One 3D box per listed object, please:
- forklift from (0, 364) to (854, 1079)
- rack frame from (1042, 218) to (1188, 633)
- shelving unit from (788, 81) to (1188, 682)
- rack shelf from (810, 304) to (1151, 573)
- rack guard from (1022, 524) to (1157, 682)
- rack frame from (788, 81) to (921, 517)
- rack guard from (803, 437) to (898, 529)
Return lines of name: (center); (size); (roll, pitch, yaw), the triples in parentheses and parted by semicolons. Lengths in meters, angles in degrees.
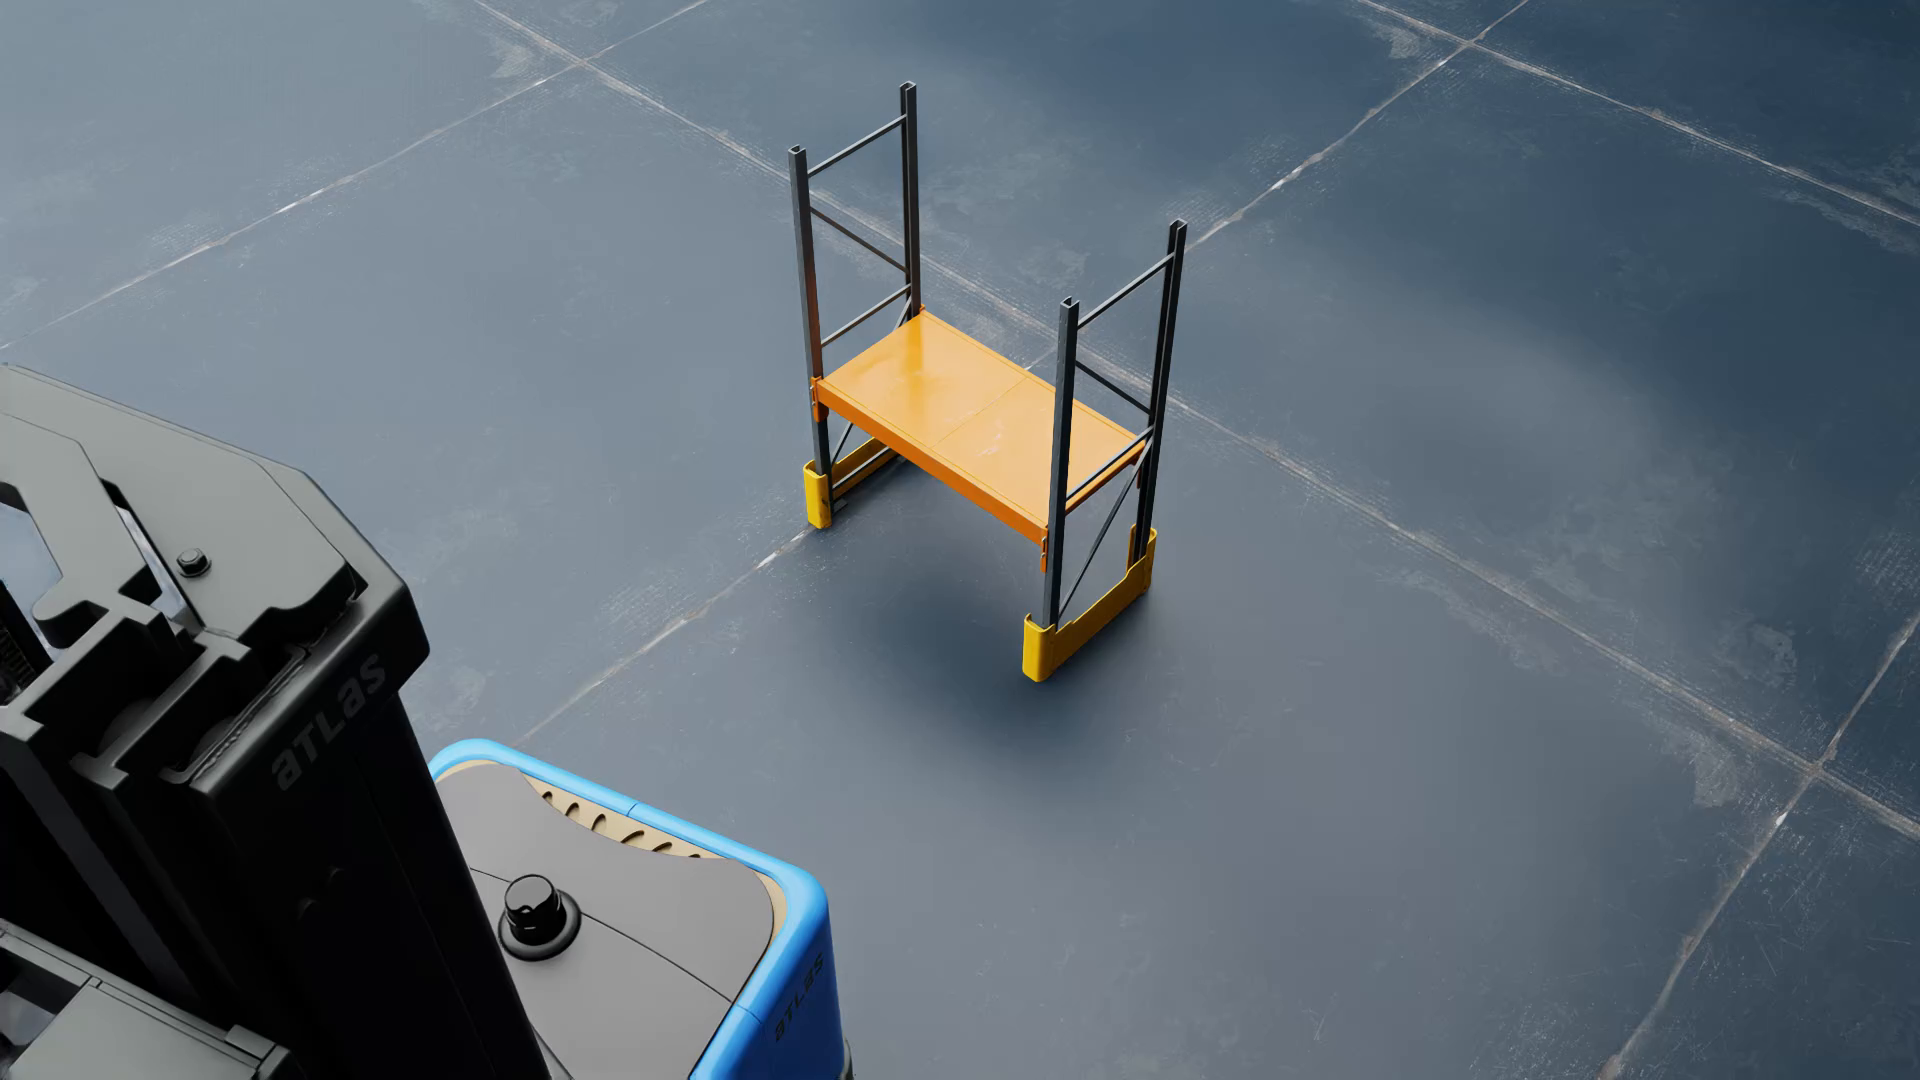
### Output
forklift: (-1.350, 1.296, 2.523); (1.130, 2.935, 3.031); (19, 50, 17)
rack frame: (0.436, -0.220, 4.928); (0.032, 1.500, 0.500); (34, 55, 28)
shelving unit: (0.056, -0.476, 5.168); (1.083, 1.500, 0.587); (34, 55, 28)
rack shelf: (0.063, -0.348, 5.295); (1.000, 0.185, 0.538); (34, 55, 28)
rack guard: (0.422, 0.198, 5.392); (0.087, 0.250, 0.587); (34, 55, 28)
rack frame: (-0.311, -0.723, 5.400); (0.032, 1.500, 0.500); (34, 55, 28)
rack guard: (-0.310, -0.294, 5.855); (0.087, 0.250, 0.587); (34, 55, 28)
